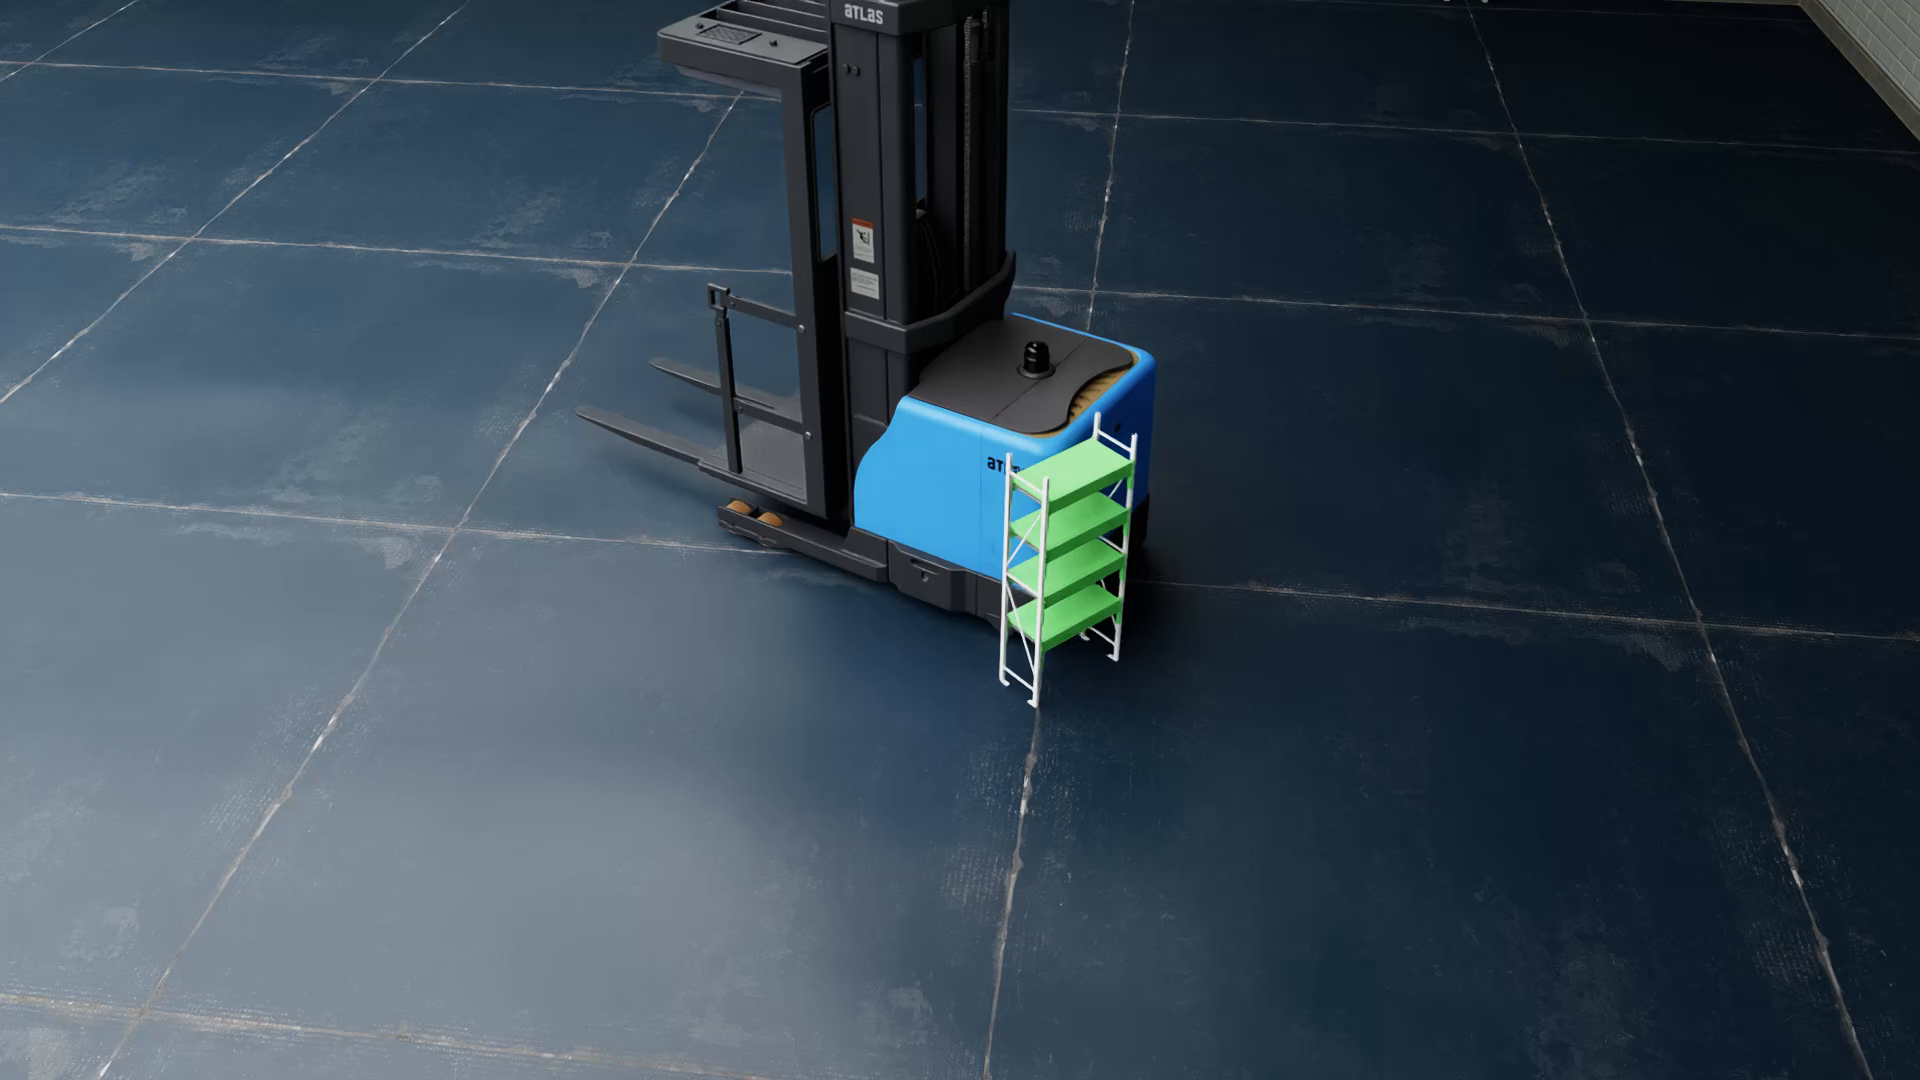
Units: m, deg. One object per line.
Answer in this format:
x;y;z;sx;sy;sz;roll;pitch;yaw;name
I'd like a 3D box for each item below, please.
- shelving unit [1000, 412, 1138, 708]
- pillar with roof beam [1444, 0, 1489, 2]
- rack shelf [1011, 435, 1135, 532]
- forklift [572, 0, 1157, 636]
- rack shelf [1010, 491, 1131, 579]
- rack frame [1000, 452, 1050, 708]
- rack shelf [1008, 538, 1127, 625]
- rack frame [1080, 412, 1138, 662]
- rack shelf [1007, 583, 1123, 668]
0.451;0.098;7.076;0.503;1.200;0.258;-26;44;-32;shelving unit
4.068;-6.162;9.137;0.400;9.000;9.100;4;36;6;pillar with roof beam
0.455;-0.238;6.830;0.480;0.148;0.258;-26;44;-32;rack shelf
-0.604;-1.397;7.684;3.031;2.935;1.130;20;40;26;forklift
0.453;-0.044;6.972;0.480;0.148;0.258;-26;44;-32;rack shelf
0.264;0.189;6.949;0.015;1.200;0.240;-26;44;-32;rack frame
0.450;0.150;7.114;0.480;0.148;0.258;-26;44;-32;rack shelf
0.638;0.007;7.204;0.015;1.200;0.240;-26;44;-32;rack frame
0.448;0.343;7.256;0.480;0.148;0.258;-26;44;-32;rack shelf
